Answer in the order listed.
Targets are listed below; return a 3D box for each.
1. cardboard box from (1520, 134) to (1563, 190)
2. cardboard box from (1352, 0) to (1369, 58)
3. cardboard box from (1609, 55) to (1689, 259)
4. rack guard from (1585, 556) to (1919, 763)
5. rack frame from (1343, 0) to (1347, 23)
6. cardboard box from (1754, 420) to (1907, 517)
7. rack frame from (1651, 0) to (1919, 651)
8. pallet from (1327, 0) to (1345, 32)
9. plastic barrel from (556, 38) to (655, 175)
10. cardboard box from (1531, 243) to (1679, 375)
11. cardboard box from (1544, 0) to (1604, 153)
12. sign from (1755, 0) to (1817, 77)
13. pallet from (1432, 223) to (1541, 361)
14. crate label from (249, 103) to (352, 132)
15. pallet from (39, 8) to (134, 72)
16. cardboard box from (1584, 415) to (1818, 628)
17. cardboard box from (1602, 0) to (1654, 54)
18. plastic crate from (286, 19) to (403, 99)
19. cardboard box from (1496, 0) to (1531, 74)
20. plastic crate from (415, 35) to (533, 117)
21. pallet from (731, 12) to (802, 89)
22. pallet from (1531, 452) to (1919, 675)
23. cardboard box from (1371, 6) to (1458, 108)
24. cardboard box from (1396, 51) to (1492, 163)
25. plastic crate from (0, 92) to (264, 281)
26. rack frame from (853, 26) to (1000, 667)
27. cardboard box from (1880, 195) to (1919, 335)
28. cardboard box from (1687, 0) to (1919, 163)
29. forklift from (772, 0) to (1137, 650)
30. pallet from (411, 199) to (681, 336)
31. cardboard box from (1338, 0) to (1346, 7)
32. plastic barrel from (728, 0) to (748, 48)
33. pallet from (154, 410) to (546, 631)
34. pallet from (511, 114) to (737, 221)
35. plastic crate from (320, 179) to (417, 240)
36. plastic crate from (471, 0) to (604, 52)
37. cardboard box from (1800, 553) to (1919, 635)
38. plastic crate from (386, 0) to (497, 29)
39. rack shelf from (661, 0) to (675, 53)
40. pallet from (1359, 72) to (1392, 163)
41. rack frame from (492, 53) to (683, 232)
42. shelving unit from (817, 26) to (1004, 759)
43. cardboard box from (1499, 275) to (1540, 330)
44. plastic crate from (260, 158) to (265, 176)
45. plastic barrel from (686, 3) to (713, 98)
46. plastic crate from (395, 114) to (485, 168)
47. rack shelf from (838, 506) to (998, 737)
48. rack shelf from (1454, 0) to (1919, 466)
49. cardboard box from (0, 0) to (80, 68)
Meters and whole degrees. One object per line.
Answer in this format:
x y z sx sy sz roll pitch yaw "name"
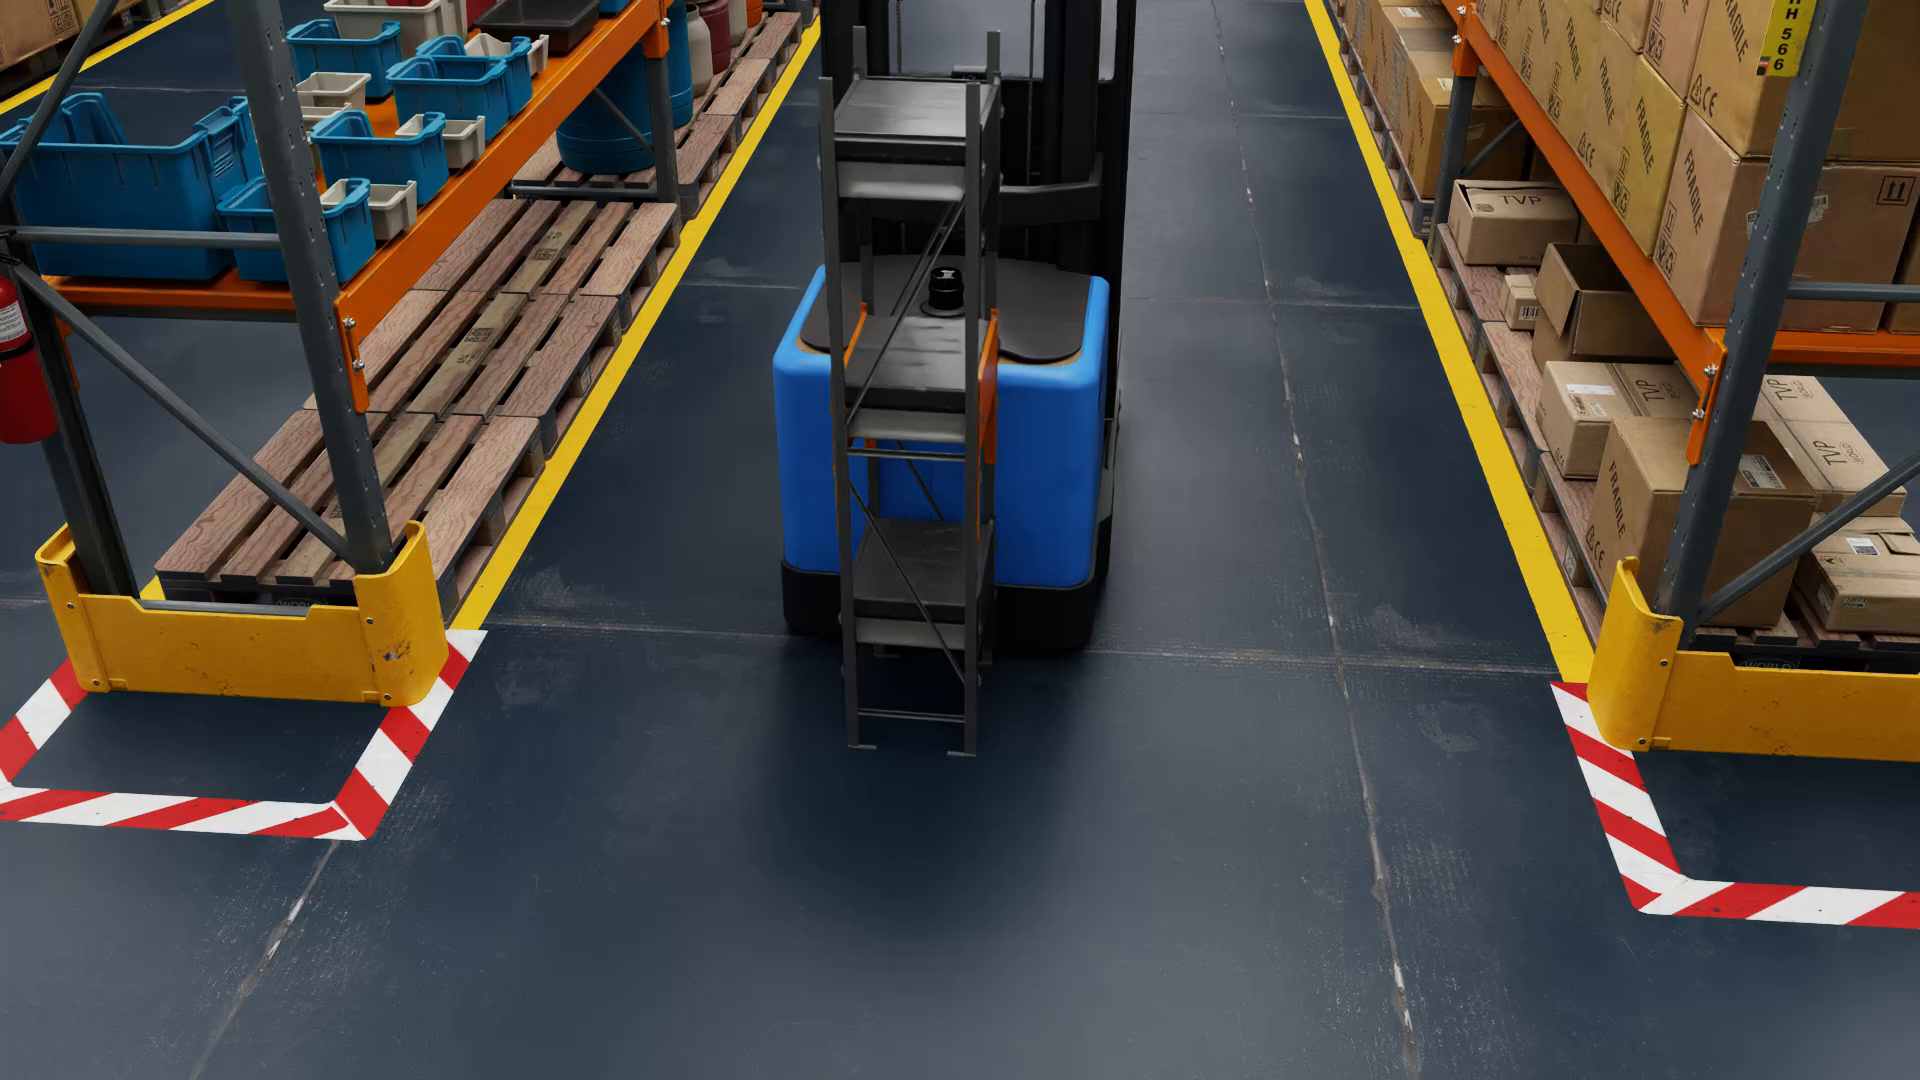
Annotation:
3.218 -2.105 8.770 0.500 0.500 0.500 1 32 2 "cardboard box"
2.903 -3.454 10.959 0.500 0.500 0.500 1 32 2 "cardboard box"
2.414 -1.208 5.255 0.500 0.500 0.500 3 32 4 "cardboard box"
2.616 0.377 5.162 1.175 0.500 0.348 2 32 4 "rack guard"
3.261 -4.831 11.230 1.000 3.000 0.127 2 32 4 "rack frame"
2.978 -0.198 5.914 0.500 0.250 0.500 2 32 4 "cardboard box"
2.610 -0.648 4.442 1.000 3.000 0.127 2 32 4 "rack frame"
3.367 -4.073 12.657 1.003 0.211 1.213 2 32 4 "pallet"
-1.940 -2.522 9.083 0.600 0.901 0.708 2 32 4 "plastic barrel"
2.788 -0.881 6.781 0.797 0.503 0.637 2 32 4 "cardboard box"
2.501 -1.732 6.106 0.500 0.500 0.500 2 32 3 "cardboard box"
2.059 -1.309 4.111 0.100 0.325 0.005 2 32 4 "sign"
2.879 -1.193 7.985 1.003 0.211 1.213 2 32 4 "pallet"
-2.404 -1.506 6.029 0.396 0.136 0.243 2 32 4 "crate label"
-6.751 -3.660 11.988 1.003 0.211 1.213 2 32 4 "pallet"
2.409 -0.066 5.461 0.500 0.500 0.500 2 32 4 "cardboard box"
2.450 -1.896 5.419 0.500 0.500 0.500 3 32 5 "cardboard box"
-2.415 -1.900 6.577 0.416 0.233 0.300 2 32 4 "plastic crate"
2.584 -2.259 6.962 0.500 0.500 0.500 3 32 5 "cardboard box"
-1.847 -1.776 6.375 0.416 0.233 0.300 2 32 4 "plastic crate"
-1.698 -3.443 11.636 1.003 0.211 1.213 2 32 4 "pallet"
2.680 0.083 5.915 1.003 0.211 1.213 2 32 4 "pallet"
2.819 -2.919 10.091 0.500 0.500 0.500 1 32 2 "cardboard box"
2.739 -2.391 9.234 0.500 0.500 0.500 3 32 4 "cardboard box"
-2.485 -1.085 5.061 0.616 0.435 0.499 2 32 4 "plastic crate"
-0.091 -0.486 5.037 0.400 2.100 0.015 4 32 6 "rack frame"
2.909 -0.911 4.774 0.500 0.500 0.500 3 32 5 "cardboard box"
2.372 -1.361 4.550 0.500 0.500 0.500 2 32 4 "cardboard box"
0.090 -1.637 6.113 1.130 2.935 3.031 4 32 6 "forklift"
-2.022 -1.380 8.288 1.003 0.211 1.213 2 32 4 "pallet"
3.061 -4.125 12.305 0.500 0.250 0.500 3 32 5 "cardboard box"
-1.655 -3.609 11.217 0.421 0.512 0.421 0 32 0 "plastic barrel"
-2.221 -0.104 6.217 1.003 0.211 1.213 2 32 4 "pallet"
-1.896 -2.168 9.566 1.003 0.211 1.213 2 32 4 "pallet"
-1.870 -1.054 5.295 0.250 0.136 0.298 2 32 4 "plastic crate"
-1.824 -2.265 7.271 0.437 0.125 0.590 2 32 4 "plastic crate"
2.987 0.174 5.406 0.380 0.149 0.250 2 32 4 "cardboard box"
-2.324 -2.550 7.410 0.402 0.464 0.583 2 32 4 "plastic crate"
-1.838 -3.692 10.068 1.077 0.370 4.000 2 32 4 "rack shelf"
3.061 -2.619 10.298 1.003 0.211 1.213 2 32 4 "pallet"
-2.001 -2.953 8.183 1.000 3.000 0.127 2 32 4 "rack frame"
-0.121 -0.359 4.831 0.431 2.100 0.503 4 32 6 "shelving unit"
2.626 -1.058 7.388 0.380 0.166 0.250 2 32 4 "cardboard box"
-2.441 -1.209 5.546 0.396 0.136 0.243 2 32 4 "plastic crate"
-1.747 -3.018 10.259 0.421 0.512 0.421 0 32 0 "plastic barrel"
-1.814 -1.409 5.871 0.250 0.136 0.298 2 32 4 "plastic crate"
-0.121 0.249 5.206 0.431 0.518 0.480 4 32 6 "rack shelf"
2.773 -1.387 6.328 1.077 0.370 4.000 2 32 4 "rack shelf"
-6.769 -3.705 11.027 1.225 0.875 0.875 3 32 4 "cardboard box"
